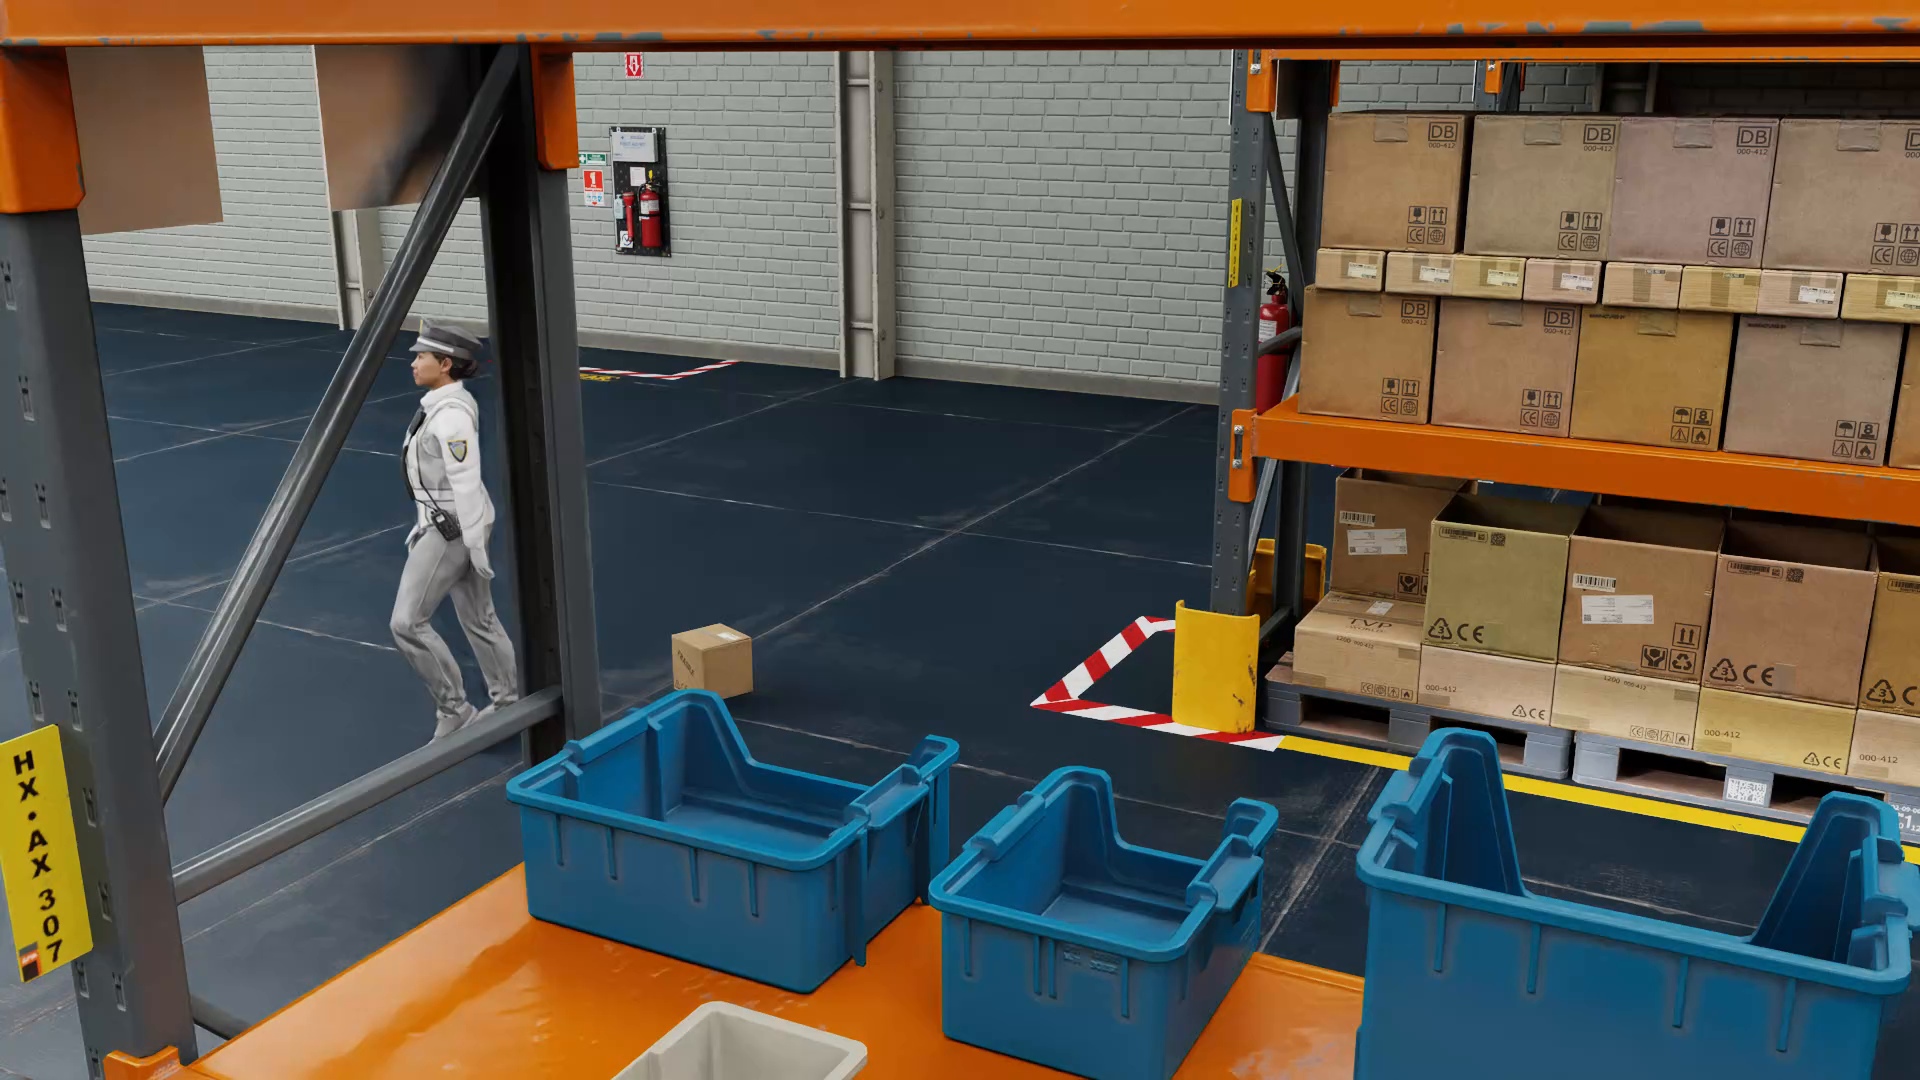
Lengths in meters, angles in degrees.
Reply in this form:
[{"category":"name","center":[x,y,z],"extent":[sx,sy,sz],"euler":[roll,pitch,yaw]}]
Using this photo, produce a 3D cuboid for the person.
[{"category":"person","center":[-1.994,-0.007,6.505],"extent":[0.481,1.736,0.477],"euler":[-4,16,-13]}]
